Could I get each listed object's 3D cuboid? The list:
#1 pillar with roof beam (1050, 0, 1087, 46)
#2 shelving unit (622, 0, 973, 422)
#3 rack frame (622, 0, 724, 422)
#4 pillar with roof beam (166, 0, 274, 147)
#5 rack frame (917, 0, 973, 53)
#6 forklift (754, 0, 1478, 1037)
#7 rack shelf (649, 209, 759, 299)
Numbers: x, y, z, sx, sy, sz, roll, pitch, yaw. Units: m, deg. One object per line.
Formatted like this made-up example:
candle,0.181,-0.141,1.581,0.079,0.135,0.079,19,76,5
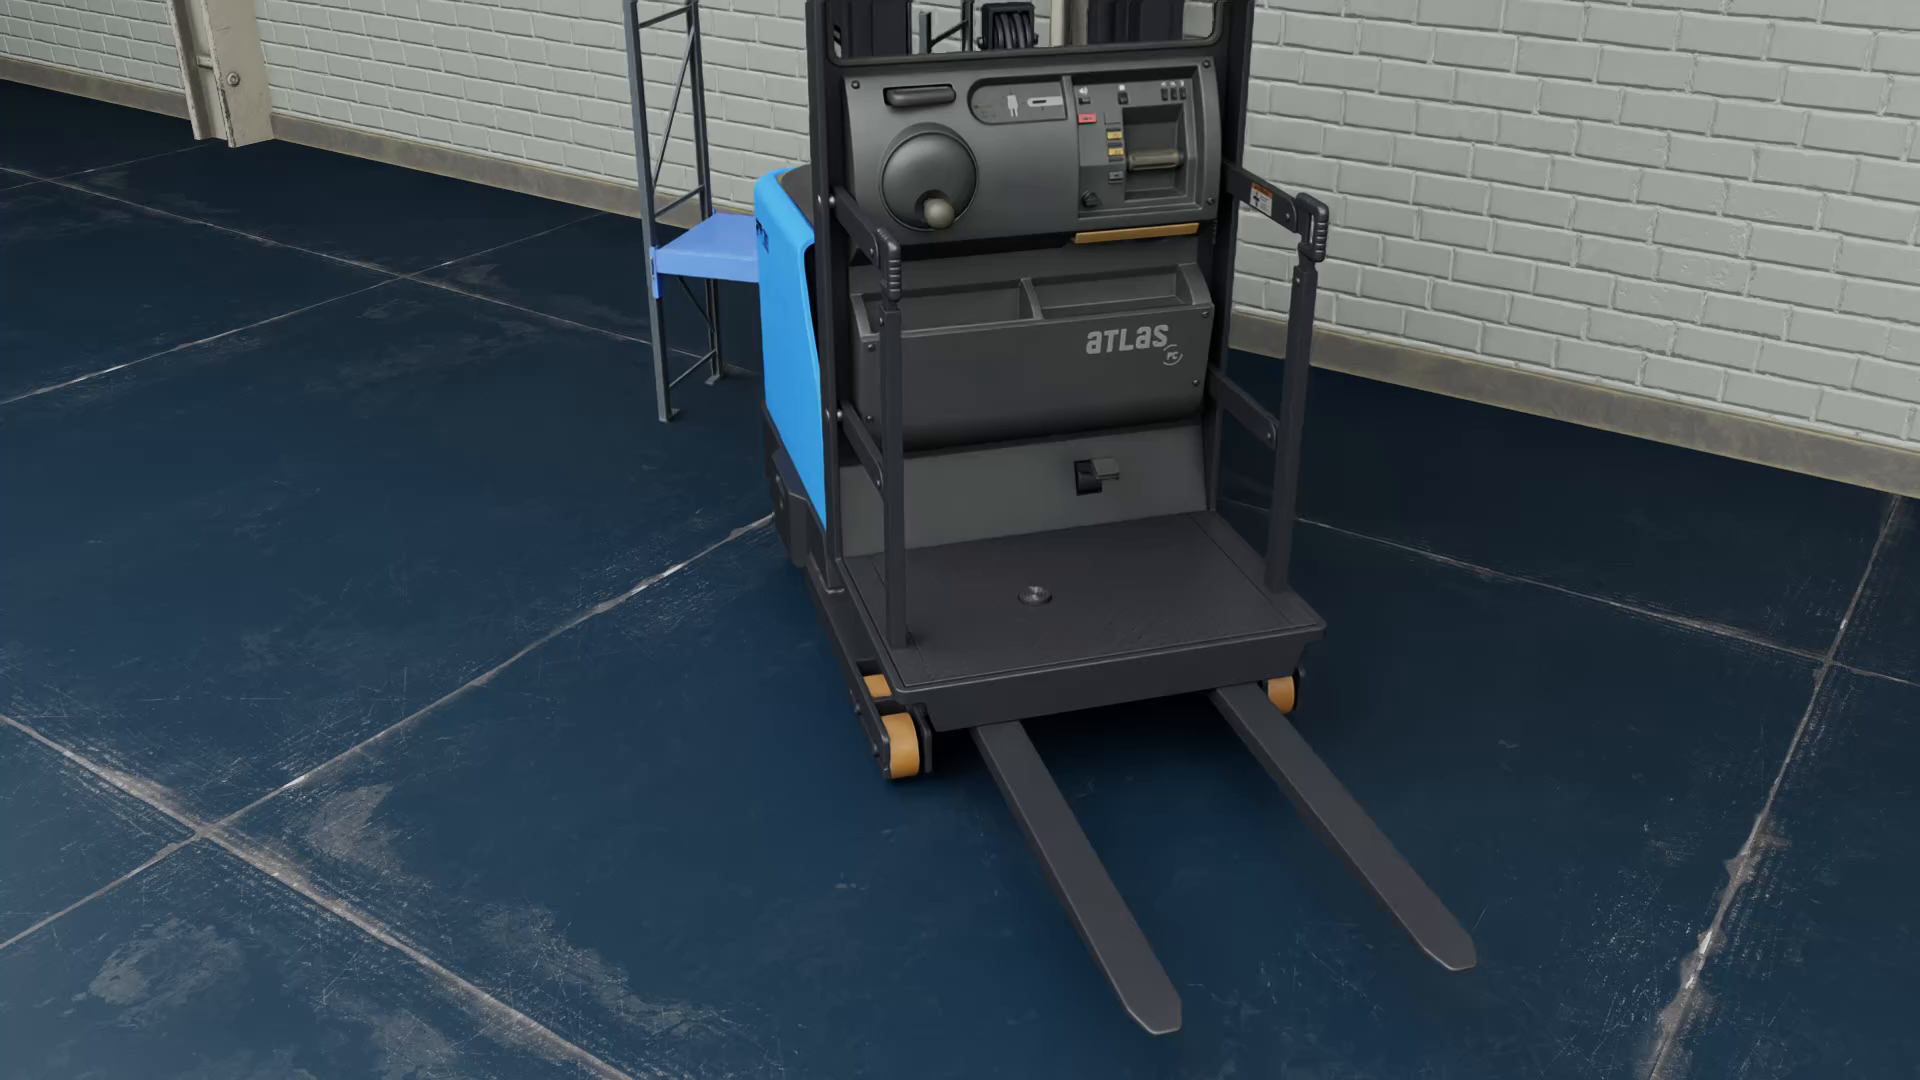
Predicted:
pillar with roof beam,-1.843,-3.279,1.771,0.400,9.000,9.100,17,32,30
shelving unit,-0.530,-1.142,5.840,1.048,1.500,0.538,8,28,15
rack frame,-1.016,-1.210,5.974,0.032,1.500,0.500,8,28,15
pillar with roof beam,-6.788,-4.819,4.798,0.400,9.000,9.100,17,32,30
rack frame,-0.045,-1.073,5.705,0.032,1.500,0.500,8,28,15
forklift,0.249,-0.915,3.817,1.130,2.935,3.031,-7,28,-14
rack shelf,-0.530,-0.981,5.921,1.000,0.185,0.538,8,28,15
